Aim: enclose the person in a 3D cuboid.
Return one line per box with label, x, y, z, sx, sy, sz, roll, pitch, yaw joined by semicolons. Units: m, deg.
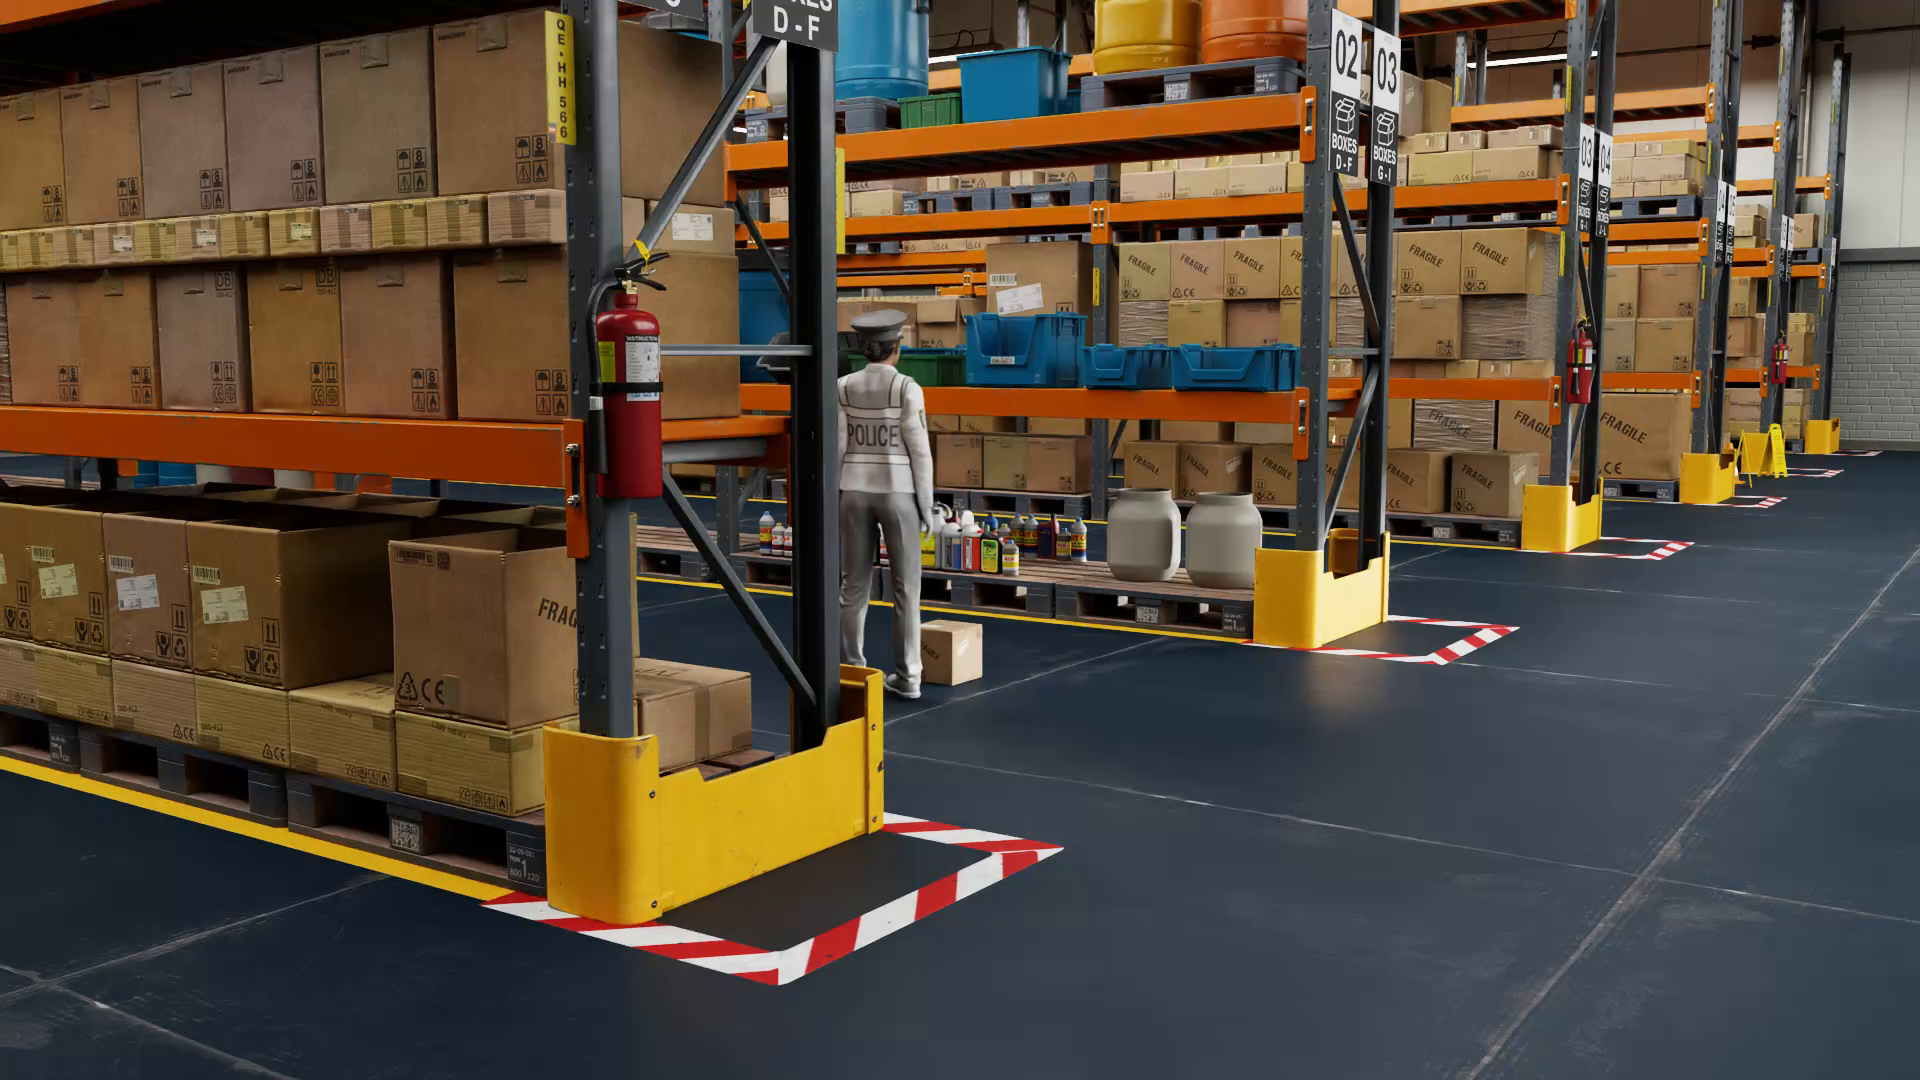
person;-0.332;-0.159;7.252;0.499;1.688;0.388;2;7;20
